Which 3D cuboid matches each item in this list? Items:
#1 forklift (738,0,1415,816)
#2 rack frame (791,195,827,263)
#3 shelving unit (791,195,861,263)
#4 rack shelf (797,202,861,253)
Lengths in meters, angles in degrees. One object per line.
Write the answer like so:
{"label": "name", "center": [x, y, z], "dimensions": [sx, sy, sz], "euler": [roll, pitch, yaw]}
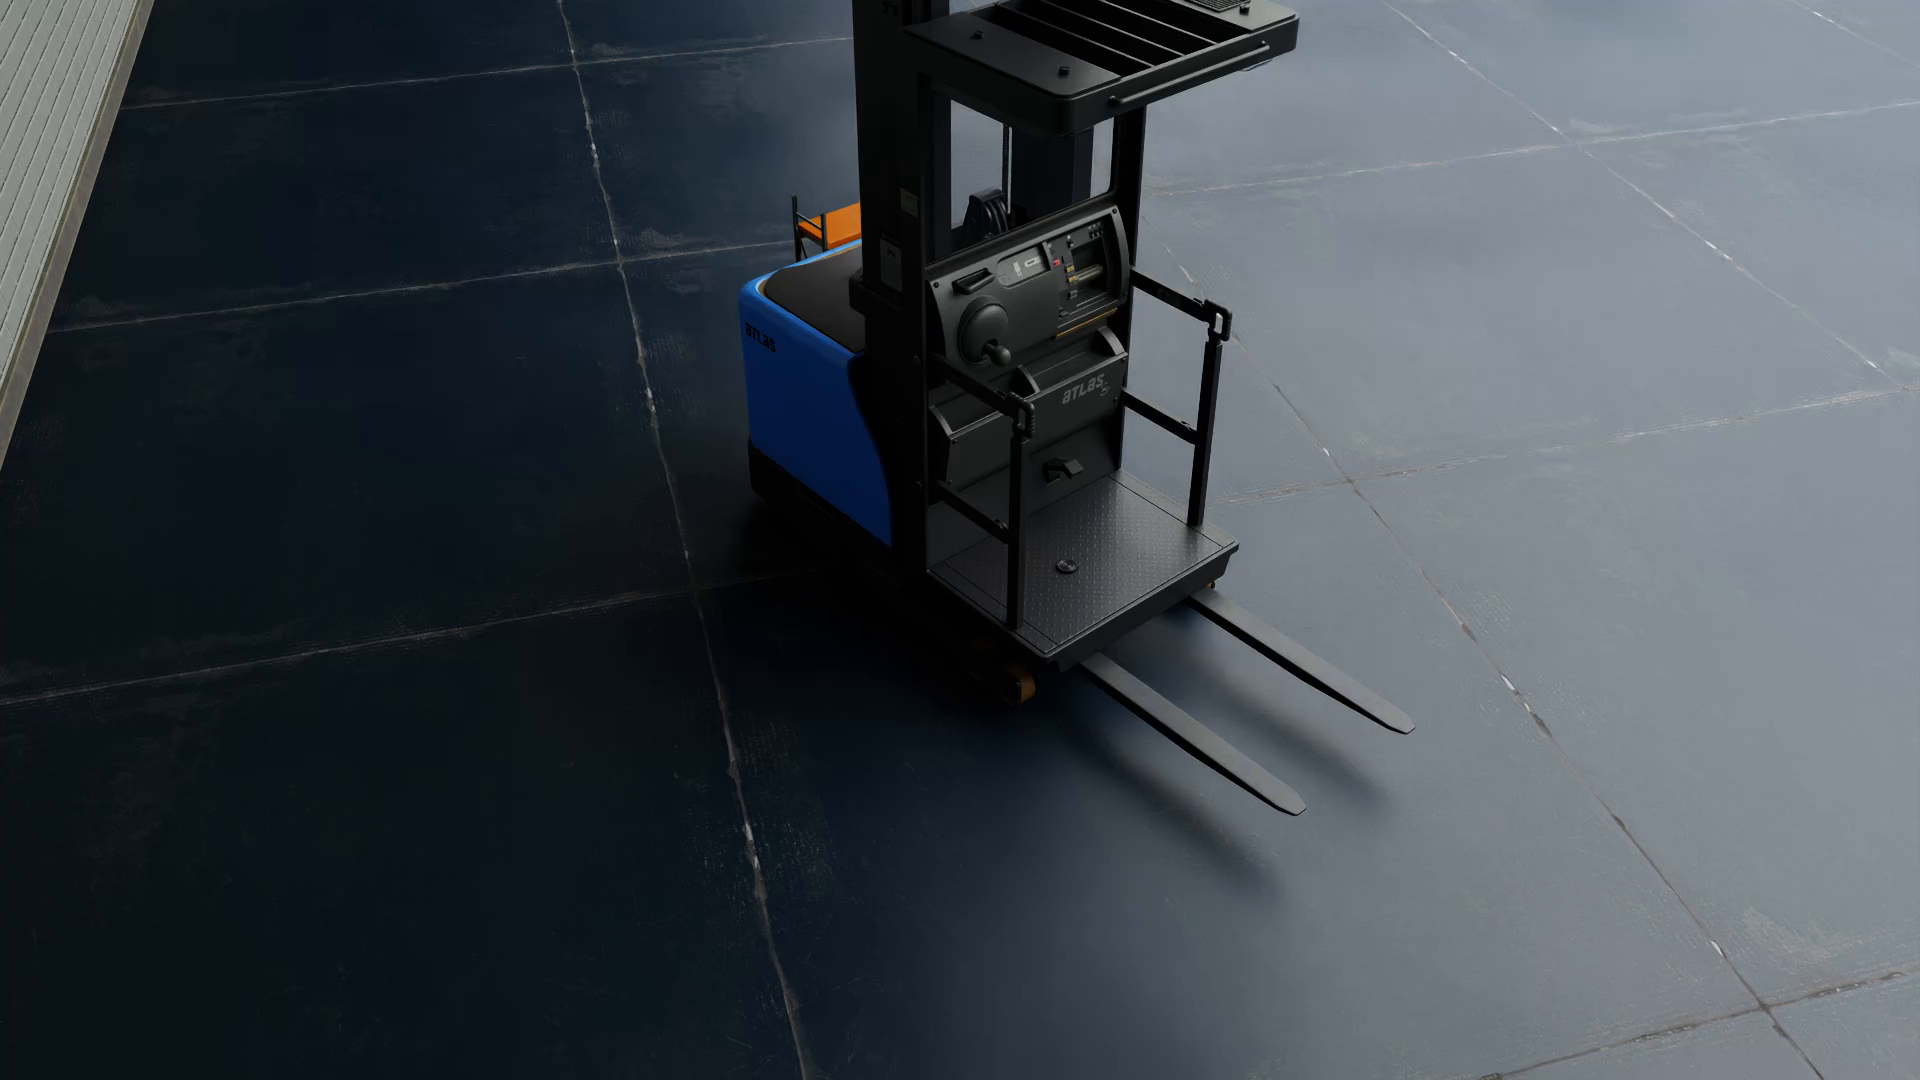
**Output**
{"label": "forklift", "center": [0.407, -0.878, 5.985], "dimensions": [1.130, 2.935, 3.031], "euler": [-28, 45, -31]}
{"label": "rack frame", "center": [-0.653, -0.969, 7.530], "dimensions": [0.015, 1.200, 0.240], "euler": [-26, 44, -30]}
{"label": "shelving unit", "center": [-0.463, -1.062, 7.651], "dimensions": [0.503, 1.200, 0.258], "euler": [-26, 44, -30]}
{"label": "rack shelf", "center": [-0.463, -1.374, 7.412], "dimensions": [0.480, 0.148, 0.258], "euler": [-26, 44, -30]}
